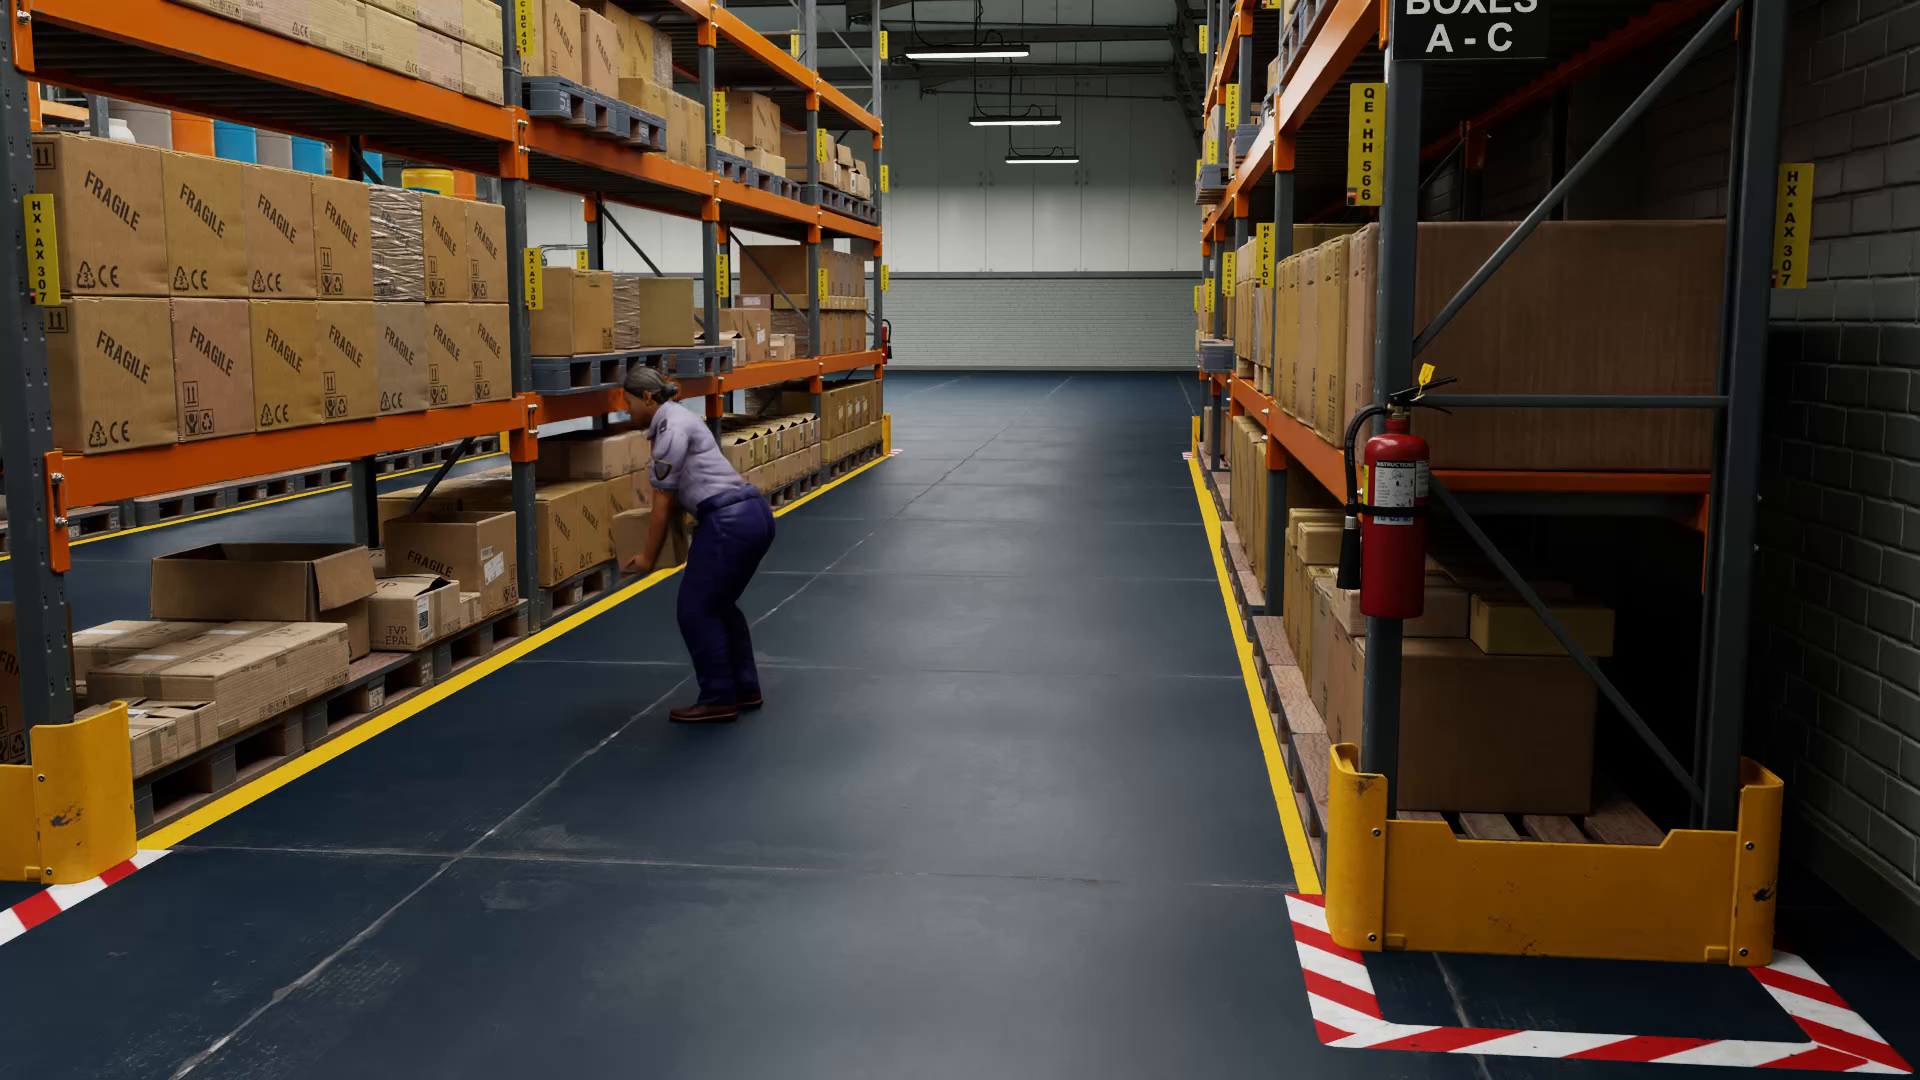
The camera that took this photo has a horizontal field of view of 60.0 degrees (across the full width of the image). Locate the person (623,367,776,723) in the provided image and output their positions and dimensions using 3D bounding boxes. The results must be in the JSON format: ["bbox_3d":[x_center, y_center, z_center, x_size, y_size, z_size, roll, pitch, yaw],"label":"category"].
[{"bbox_3d":[-1.132,0.033,7.236,0.633,1.489,0.446,1,8,5],"label":"person"}]
